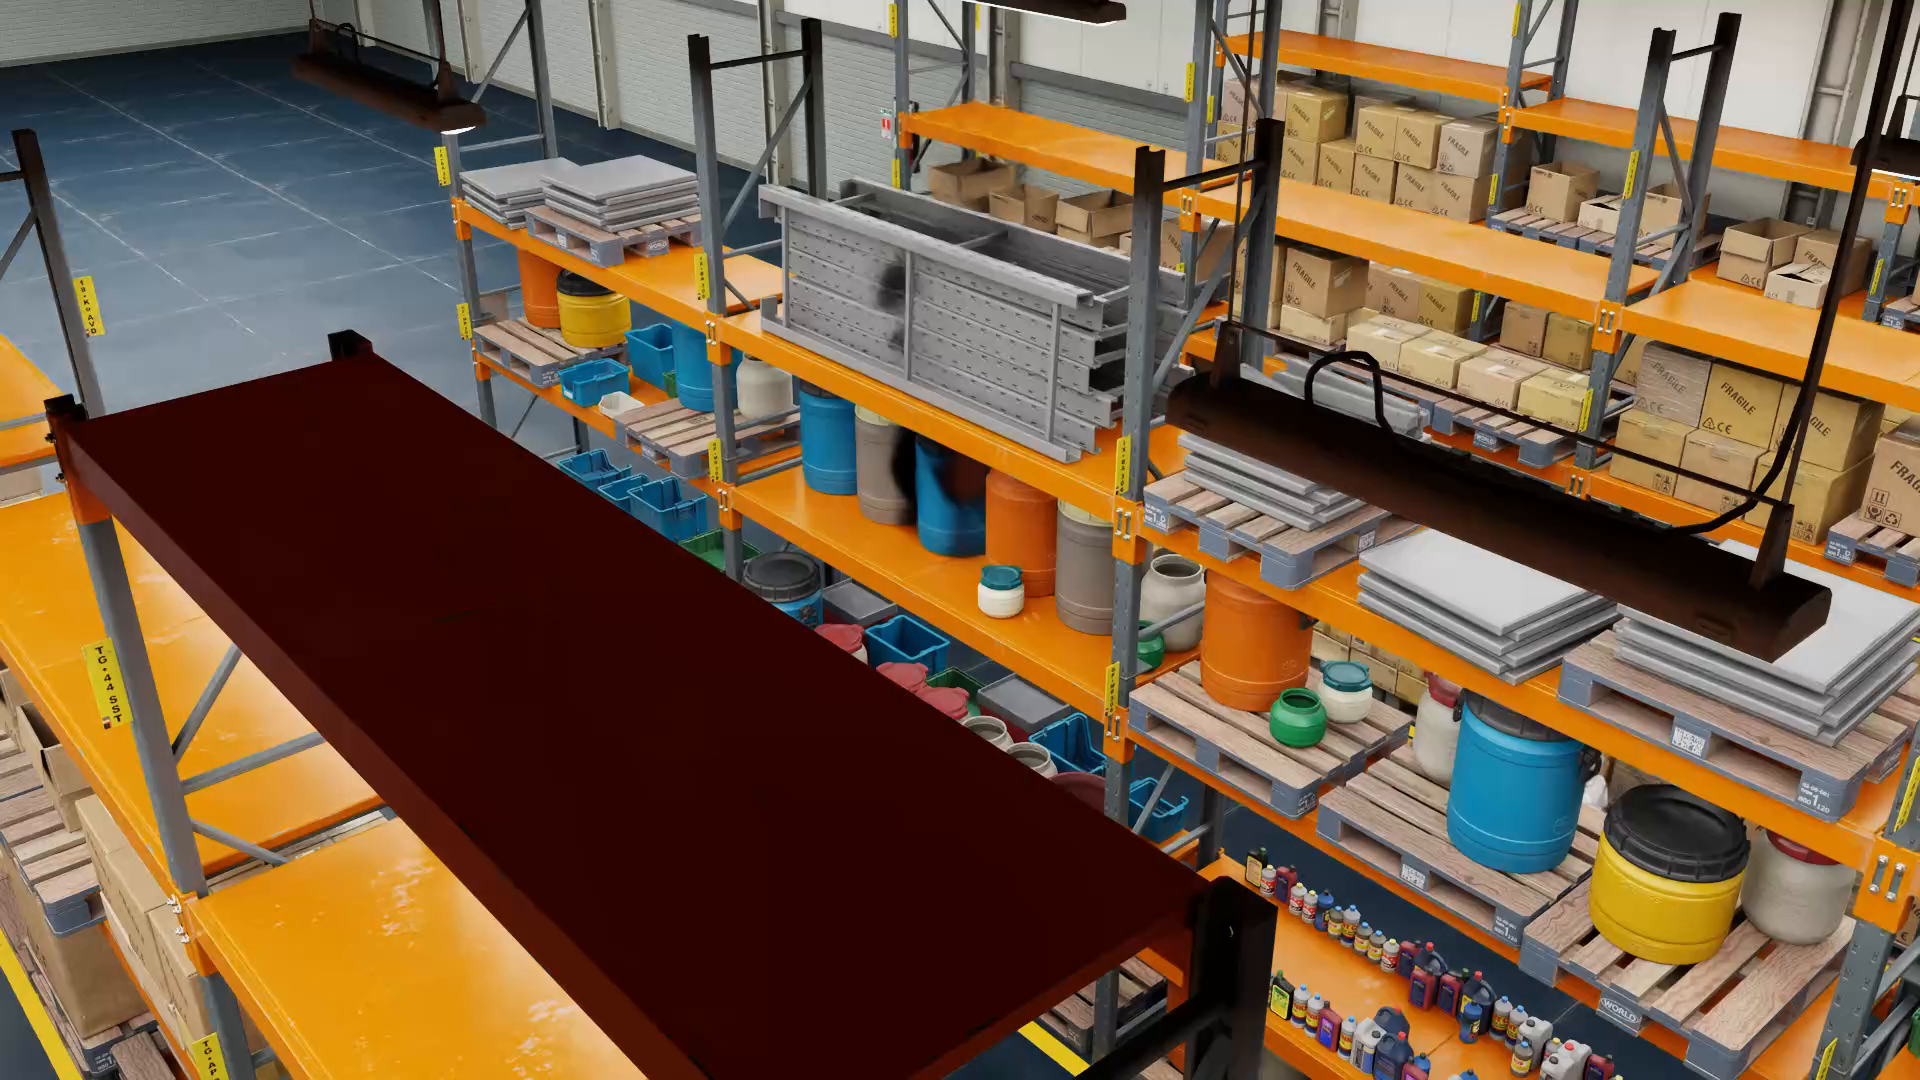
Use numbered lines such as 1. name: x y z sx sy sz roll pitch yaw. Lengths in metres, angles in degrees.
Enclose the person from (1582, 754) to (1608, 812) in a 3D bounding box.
1. person: 4.172 2.141 11.199 0.866 1.724 0.653 19 32 32
